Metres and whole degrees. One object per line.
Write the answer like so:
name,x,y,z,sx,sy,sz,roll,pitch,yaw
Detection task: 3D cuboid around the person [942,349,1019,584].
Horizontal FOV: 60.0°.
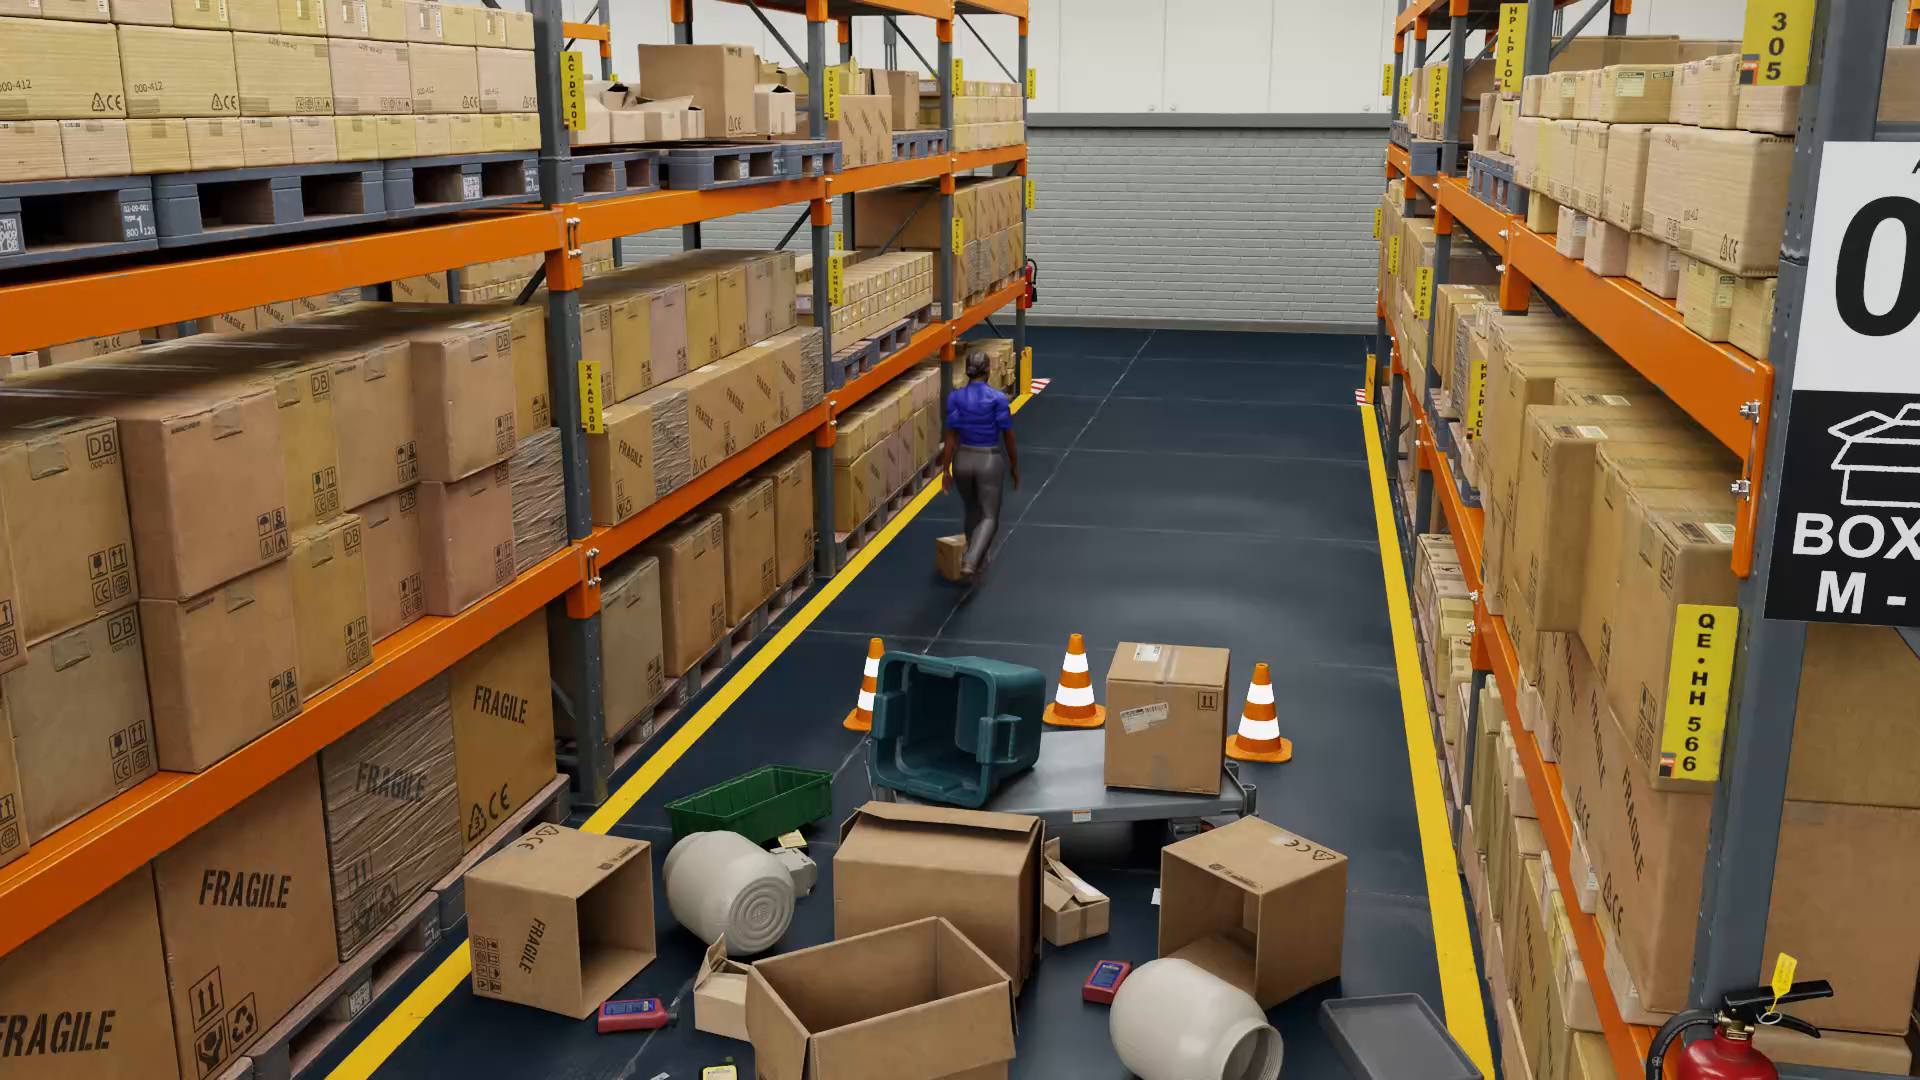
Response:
person,0.139,-0.494,11.380,0.497,1.611,0.947,5,15,17
